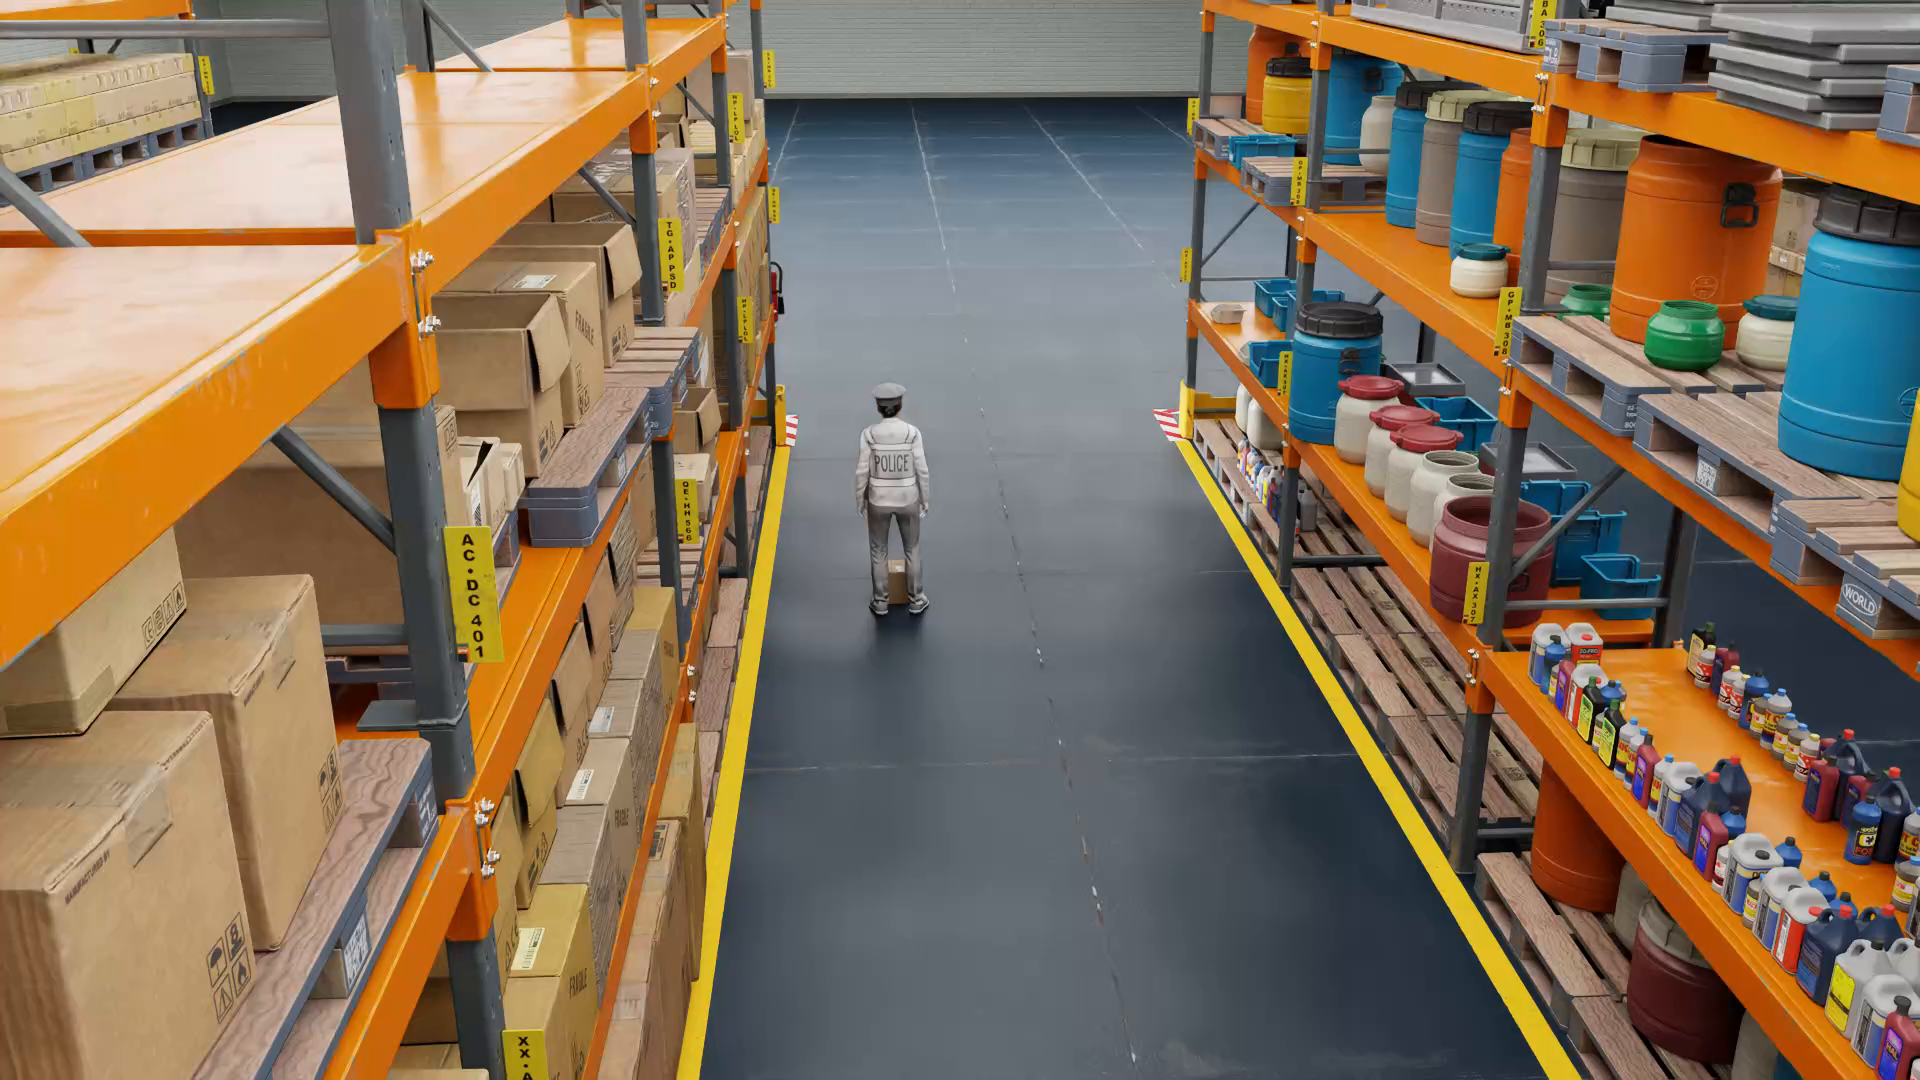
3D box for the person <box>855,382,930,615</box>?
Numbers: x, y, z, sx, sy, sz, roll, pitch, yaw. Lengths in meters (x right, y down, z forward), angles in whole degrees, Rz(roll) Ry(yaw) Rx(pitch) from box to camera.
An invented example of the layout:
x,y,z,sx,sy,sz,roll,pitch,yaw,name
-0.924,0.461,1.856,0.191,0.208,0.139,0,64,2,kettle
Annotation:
x,y,z,sx,sy,sz,roll,pitch,yaw,name
-0.478,-0.269,11.790,0.530,1.664,0.371,-1,21,-3,person
